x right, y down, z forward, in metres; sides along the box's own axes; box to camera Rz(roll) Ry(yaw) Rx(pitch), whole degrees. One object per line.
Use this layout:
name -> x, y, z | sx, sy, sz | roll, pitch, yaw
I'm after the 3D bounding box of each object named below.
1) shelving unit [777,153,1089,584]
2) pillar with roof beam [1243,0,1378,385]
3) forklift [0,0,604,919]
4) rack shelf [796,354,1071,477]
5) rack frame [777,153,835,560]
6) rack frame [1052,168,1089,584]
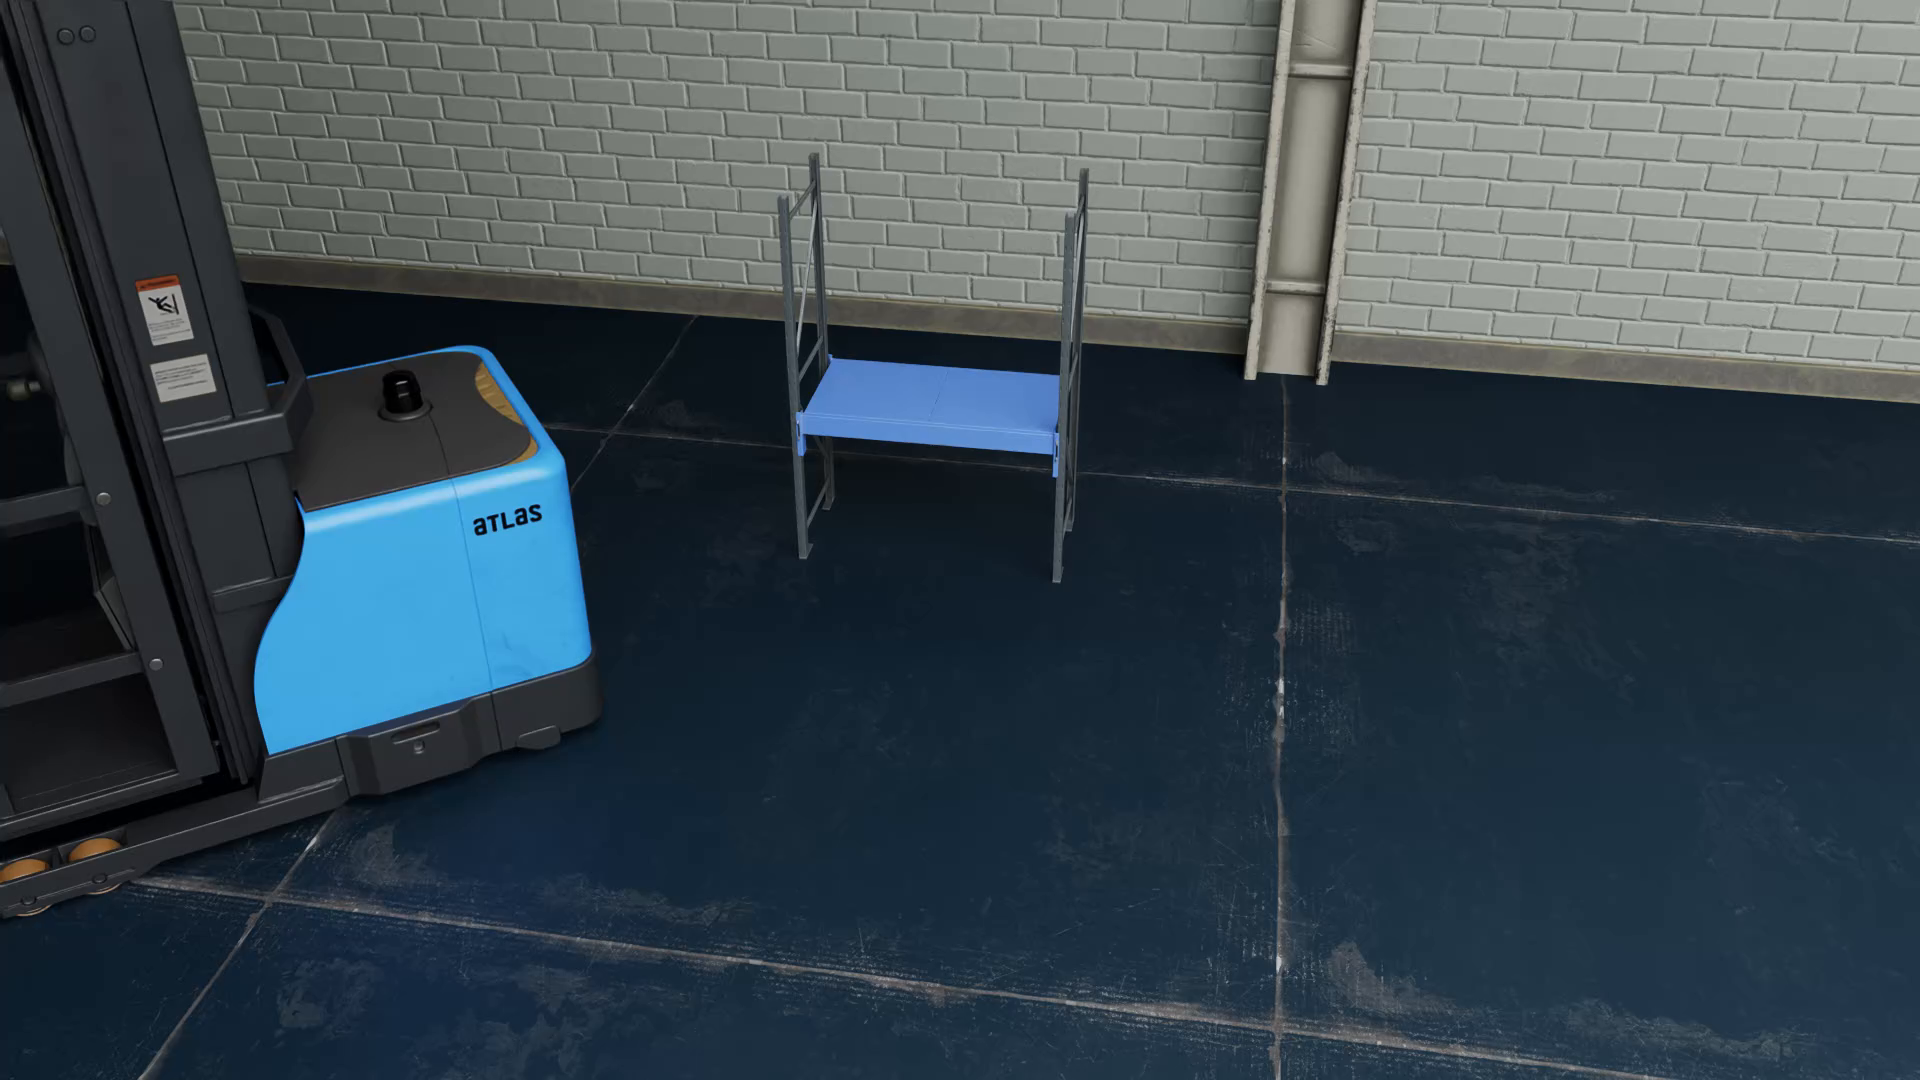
shelving unit -> -0.084, -0.643, 6.364 | 1.048, 1.500, 0.538 | 5, 32, 8
pillar with roof beam -> 0.858, -2.399, 2.101 | 0.400, 9.000, 9.100 | 5, 32, 8
forklift -> -2.763, -0.443, 4.696 | 3.031, 2.935, 1.130 | -16, 35, -24
rack shelf -> -0.084, -0.491, 6.460 | 1.000, 0.185, 0.538 | 5, 32, 8
rack frame -> -0.585, -0.689, 6.437 | 0.032, 1.500, 0.500 | 5, 32, 8
rack frame -> 0.417, -0.598, 6.292 | 0.032, 1.500, 0.500 | 5, 32, 8
